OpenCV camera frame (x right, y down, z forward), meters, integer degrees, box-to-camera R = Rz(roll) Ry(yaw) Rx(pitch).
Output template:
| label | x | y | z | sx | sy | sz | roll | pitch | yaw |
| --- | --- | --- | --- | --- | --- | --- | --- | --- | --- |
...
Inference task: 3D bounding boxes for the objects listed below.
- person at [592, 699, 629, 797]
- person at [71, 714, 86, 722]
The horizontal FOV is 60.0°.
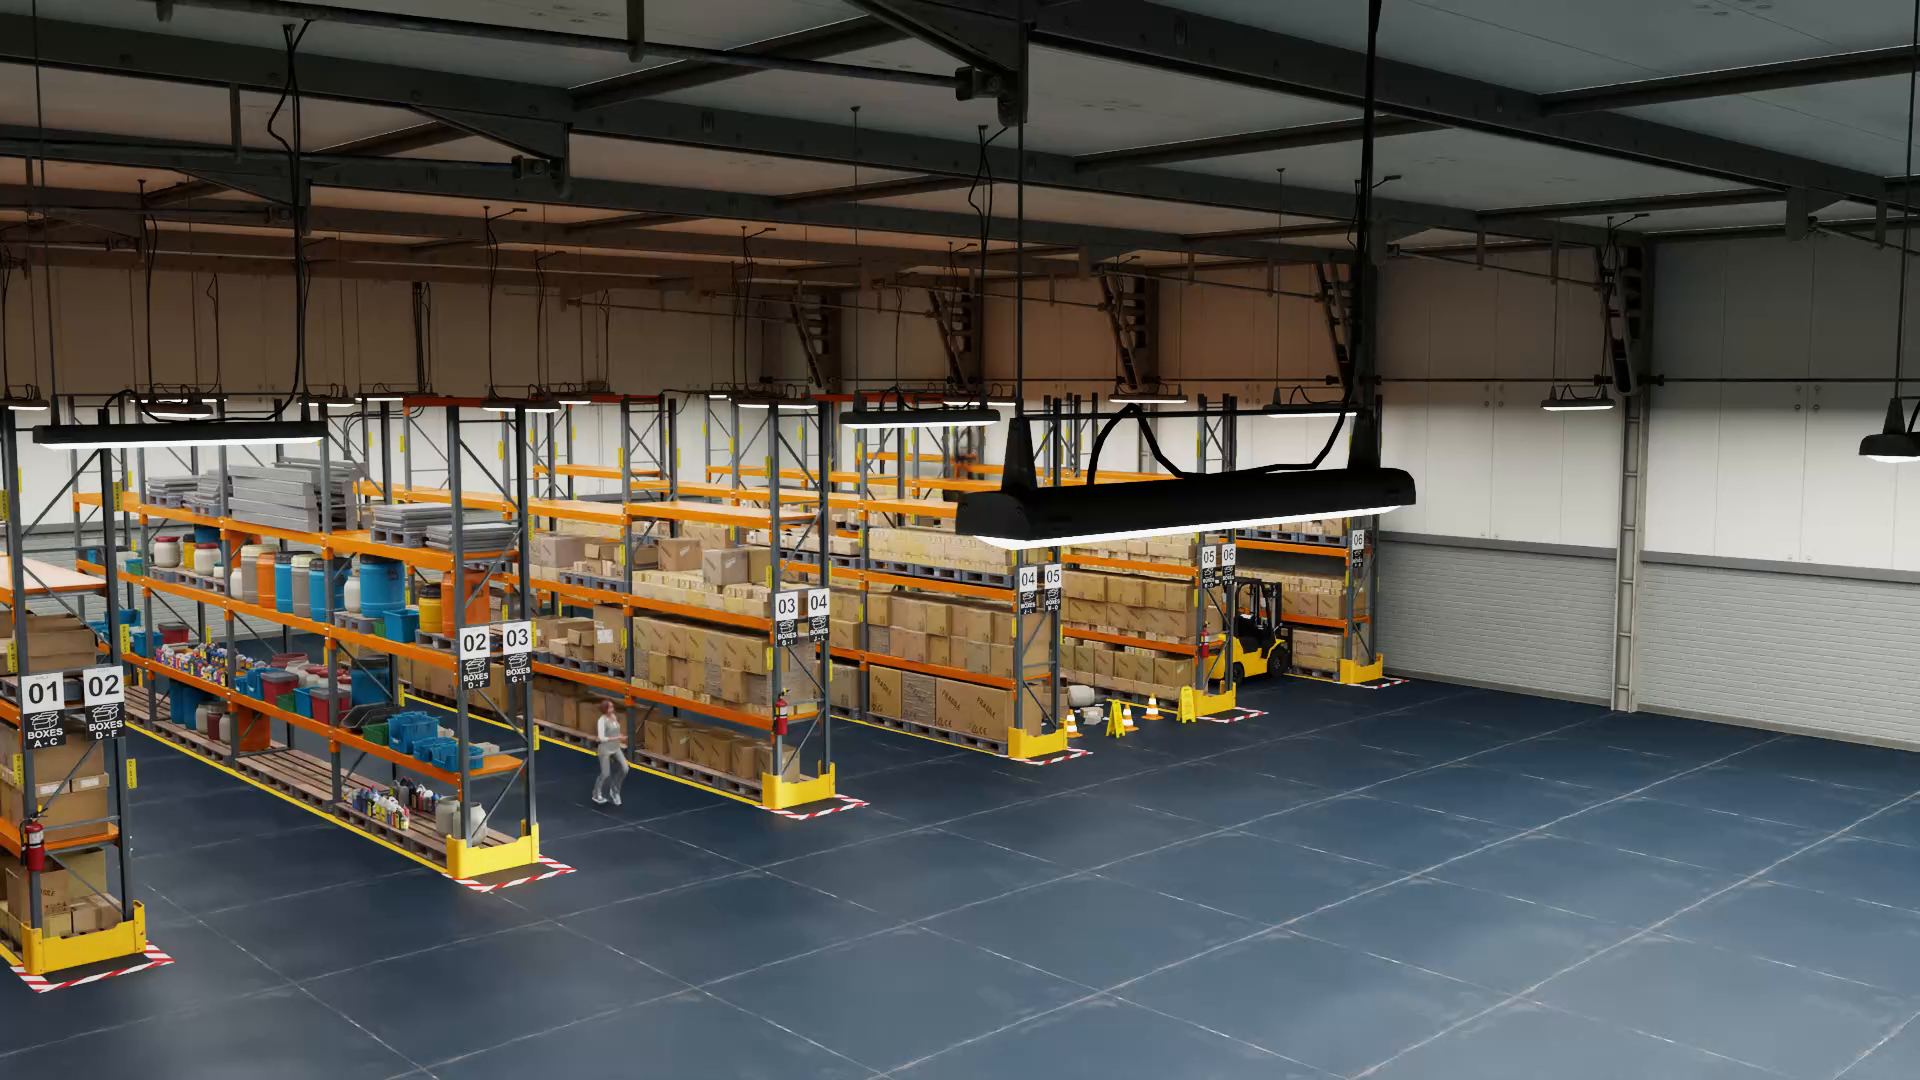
| label | x | y | z | sx | sy | sz | roll | pitch | yaw |
| --- | --- | --- | --- | --- | --- | --- | --- | --- | --- |
| person | -5.179 | 3.089 | 24.631 | 0.667 | 1.469 | 0.507 | 3 | 6 | 31 |
| person | -14.403 | 2.874 | 26.991 | 0.802 | 1.743 | 0.633 | 4 | 7 | 38 |
